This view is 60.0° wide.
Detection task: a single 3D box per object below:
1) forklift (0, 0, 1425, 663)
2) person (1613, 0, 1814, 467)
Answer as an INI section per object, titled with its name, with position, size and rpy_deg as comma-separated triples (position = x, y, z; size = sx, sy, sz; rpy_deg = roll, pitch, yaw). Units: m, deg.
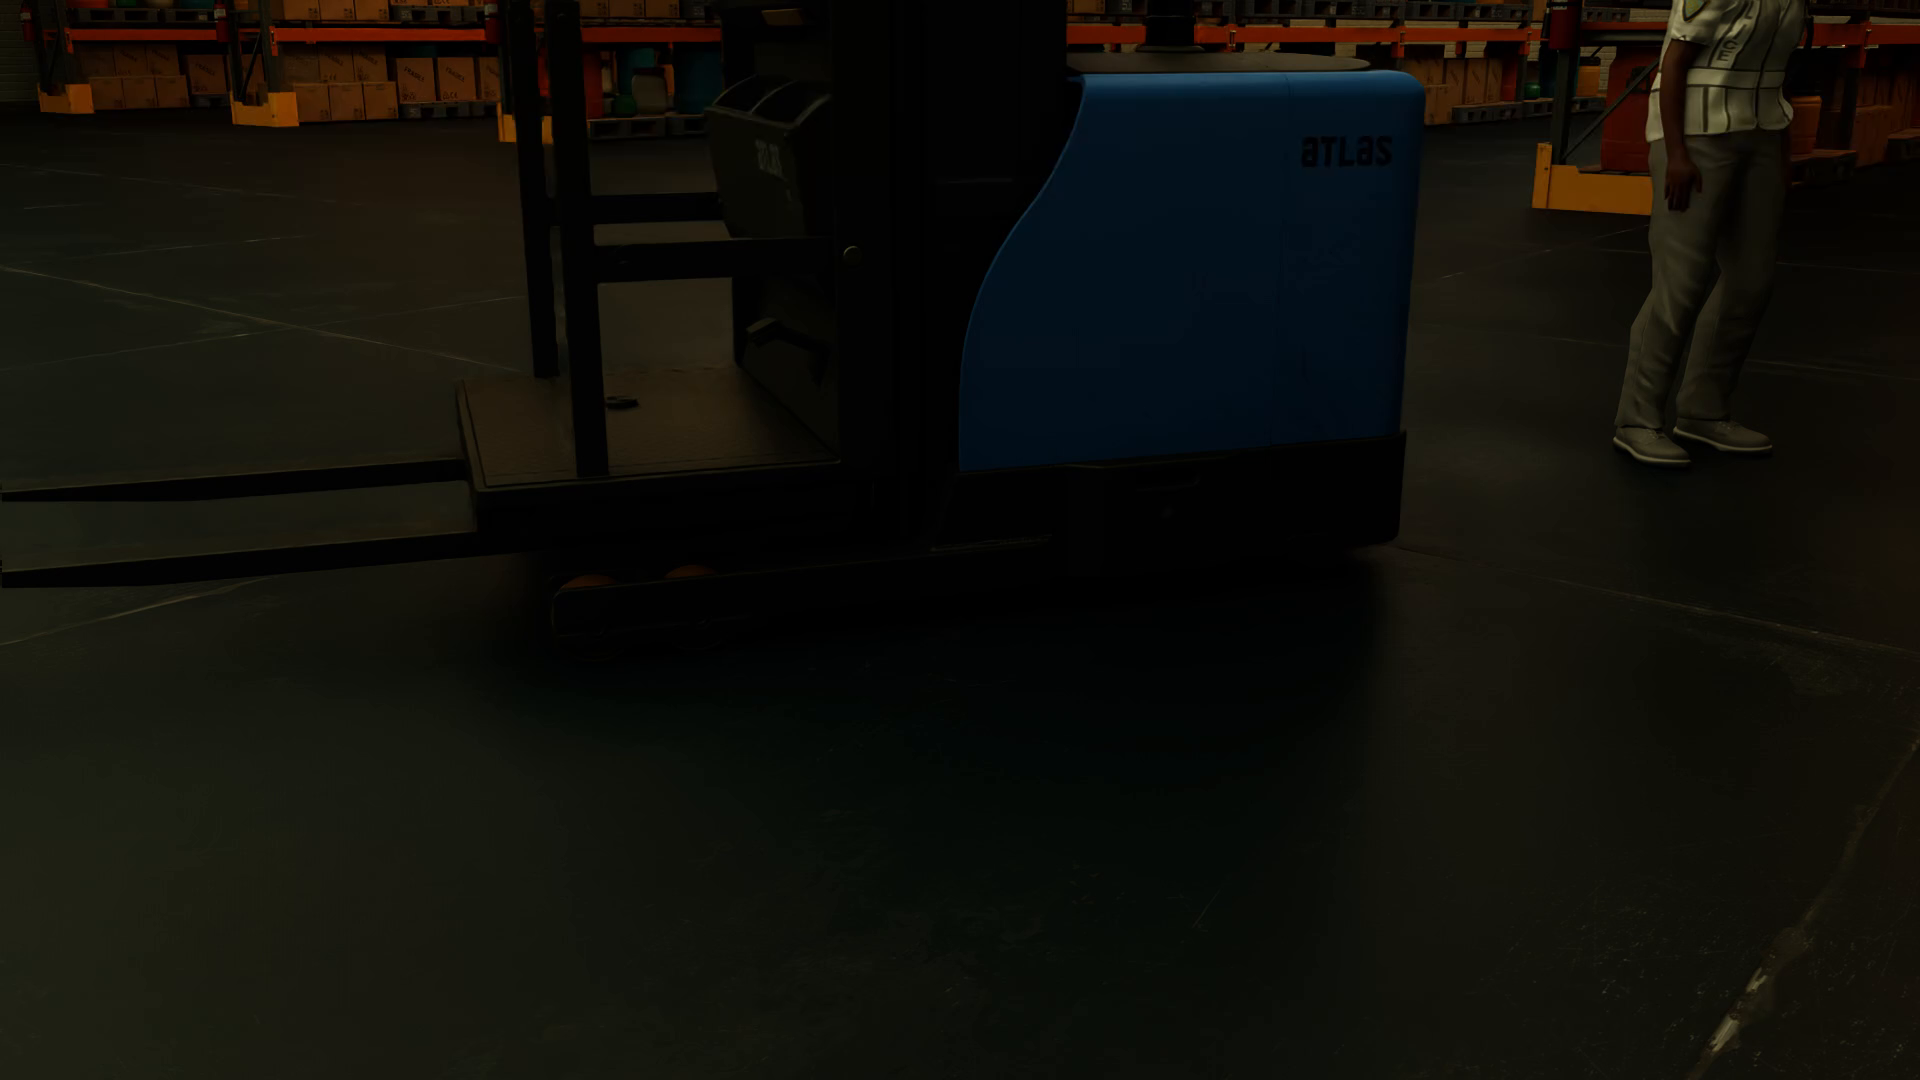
[forklift]
position = -0.589, -1.340, 3.310
size = 3.031, 2.935, 1.130
rpy_deg = -5, 18, -17
[person]
position = 2.098, -1.054, 4.565
size = 0.525, 1.658, 0.395
rpy_deg = -9, 19, -26
